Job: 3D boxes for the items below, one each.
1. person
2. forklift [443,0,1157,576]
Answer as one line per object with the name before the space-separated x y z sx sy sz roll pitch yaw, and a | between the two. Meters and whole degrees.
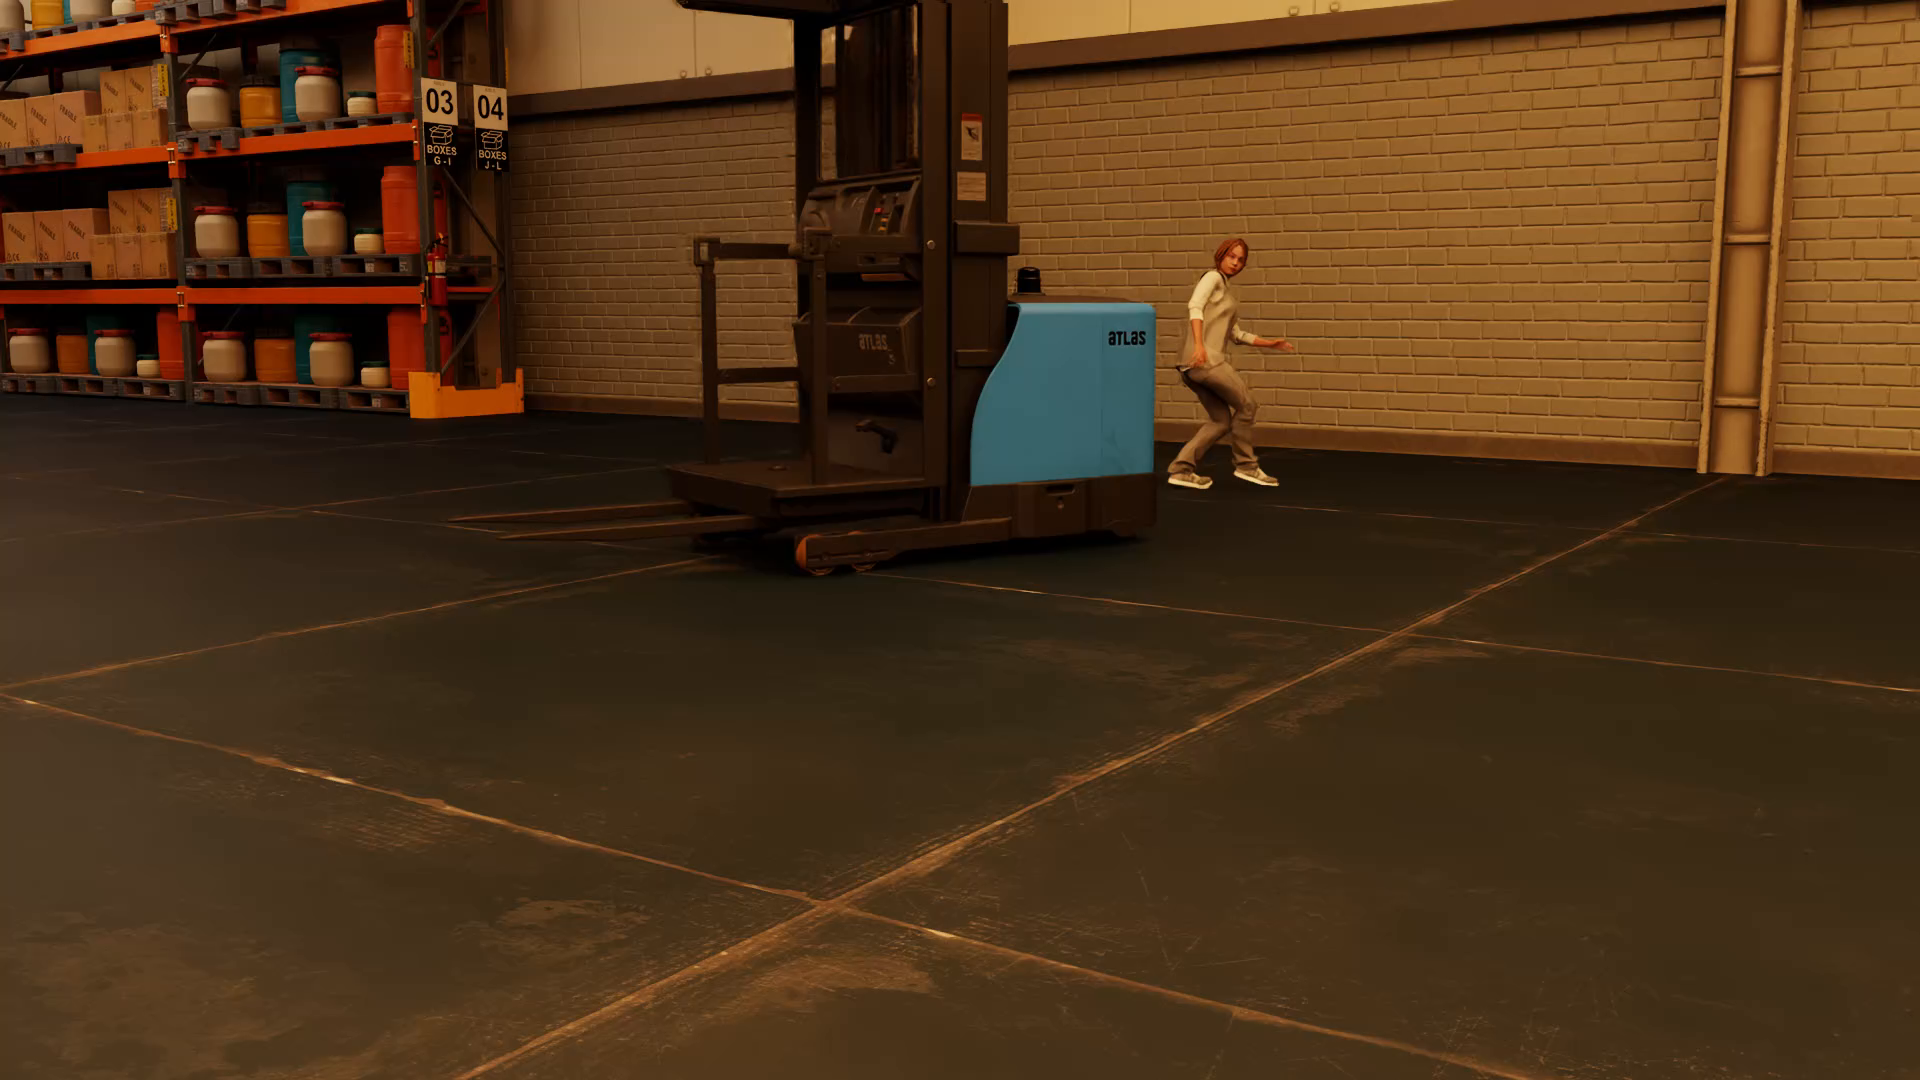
person | 1.574 -1.005 9.592 0.730 1.437 0.645 -1 8 -4
forklift | -0.611 -1.394 6.992 3.031 2.935 1.130 -5 10 -33
